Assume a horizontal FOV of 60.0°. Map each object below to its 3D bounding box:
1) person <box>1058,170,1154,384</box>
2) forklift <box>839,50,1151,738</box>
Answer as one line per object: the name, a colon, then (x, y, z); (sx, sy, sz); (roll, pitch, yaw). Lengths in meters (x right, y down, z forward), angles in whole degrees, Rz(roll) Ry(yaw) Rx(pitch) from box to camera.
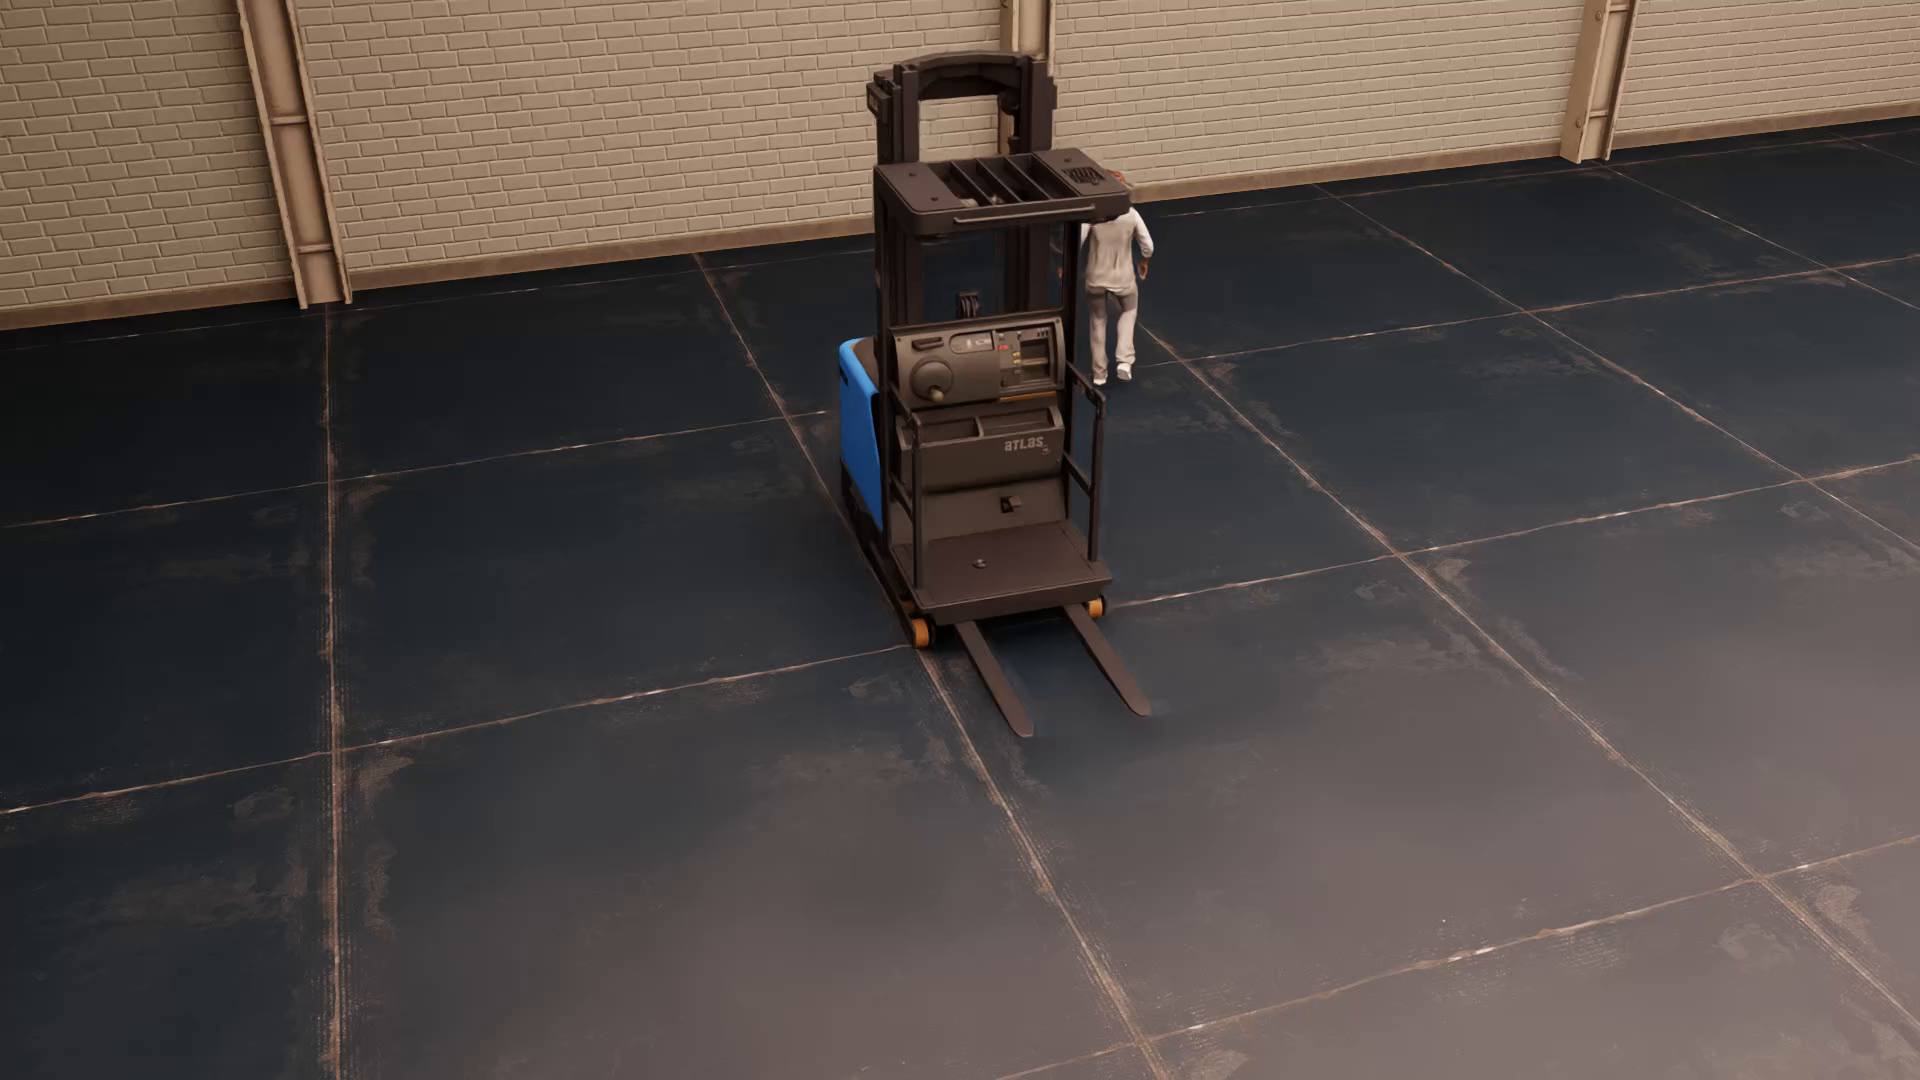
person: (1.014, -1.837, 11.653); (0.669, 1.573, 0.411); (5, 30, 9)
forklift: (0.174, -0.905, 8.660); (1.130, 2.935, 3.031); (-9, 31, -15)
